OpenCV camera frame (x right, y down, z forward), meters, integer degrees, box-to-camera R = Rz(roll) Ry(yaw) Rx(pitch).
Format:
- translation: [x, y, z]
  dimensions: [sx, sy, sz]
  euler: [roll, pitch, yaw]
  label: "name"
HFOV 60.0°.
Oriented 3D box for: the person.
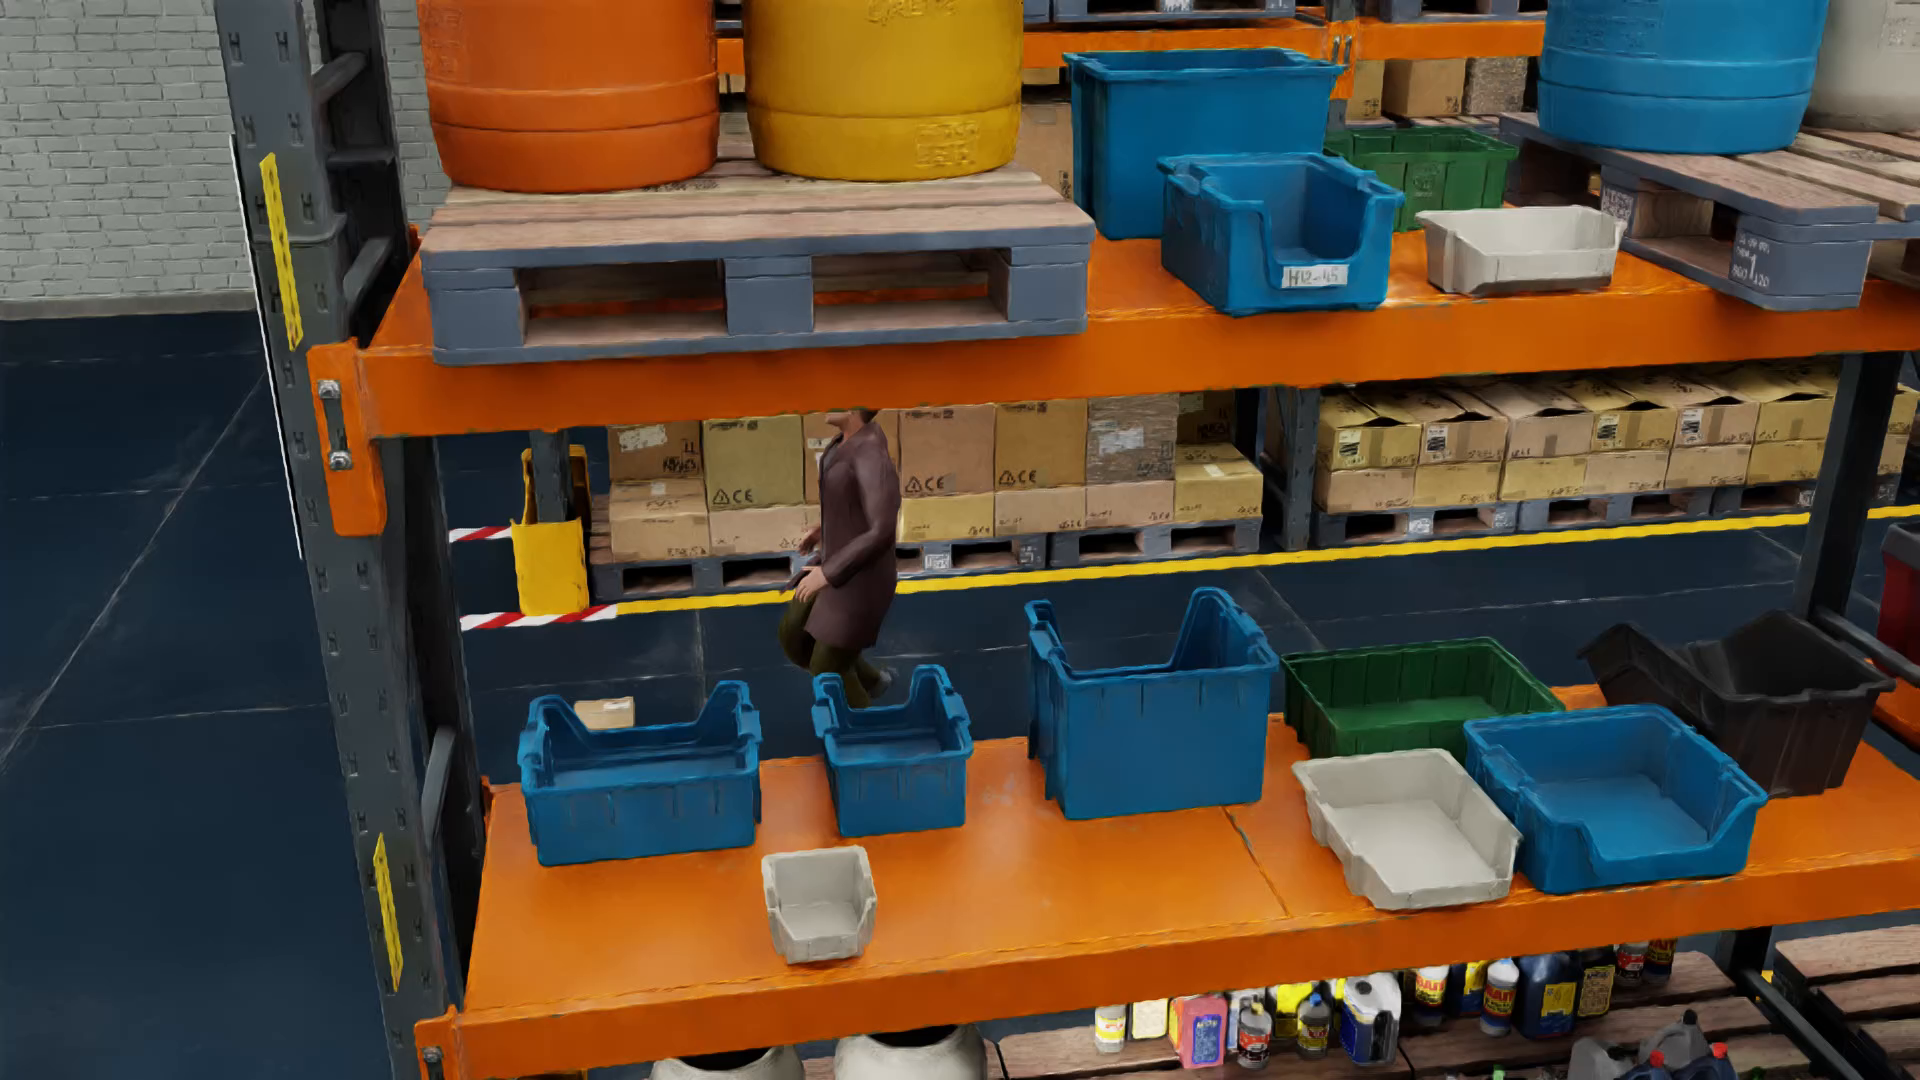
- translation: [-0.468, 0.154, 6.799]
  dimensions: [0.525, 1.744, 0.772]
  euler: [-7, 24, -16]
  label: "person"
